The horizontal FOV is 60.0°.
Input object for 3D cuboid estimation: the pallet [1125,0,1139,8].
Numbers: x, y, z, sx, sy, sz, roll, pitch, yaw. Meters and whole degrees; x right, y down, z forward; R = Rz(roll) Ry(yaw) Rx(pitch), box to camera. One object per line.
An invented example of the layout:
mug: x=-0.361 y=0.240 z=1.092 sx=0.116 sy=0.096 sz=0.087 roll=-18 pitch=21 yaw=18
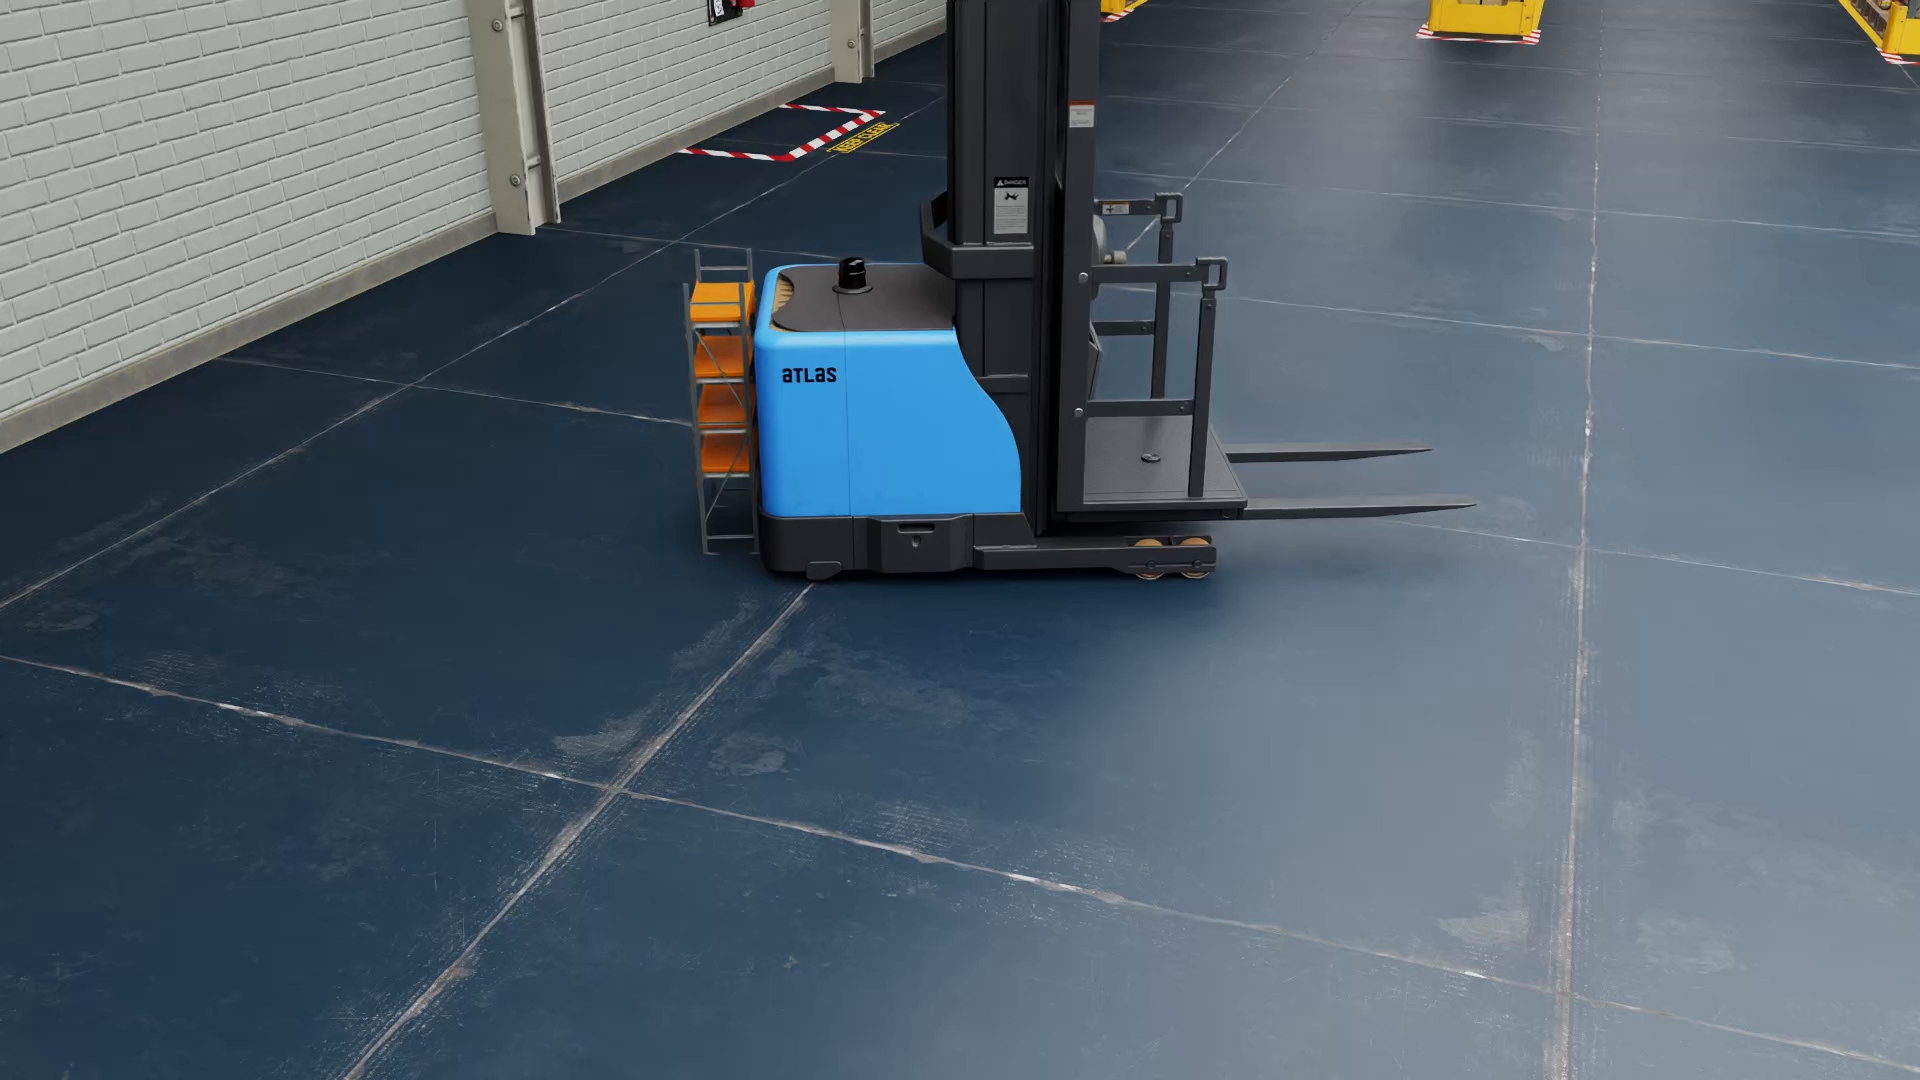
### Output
pallet: x=1.819 y=-7.214 z=21.908 sx=1.003 sy=0.211 sz=1.213 roll=9 pitch=27 yaw=17

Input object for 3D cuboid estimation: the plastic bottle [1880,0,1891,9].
plastic bottle: x=11.030 y=-6.429 z=19.793 sx=0.097 sy=0.201 sz=0.097 roll=0 pitch=26 yaw=0

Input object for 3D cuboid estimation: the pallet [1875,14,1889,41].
pallet: x=11.088 y=-5.789 z=18.964 sx=1.003 sy=0.211 sz=1.213 roll=9 pitch=27 yaw=17

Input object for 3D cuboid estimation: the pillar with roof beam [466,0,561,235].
pillar with roof beam: x=0.973 y=-5.667 z=8.628 sx=9.100 sy=9.000 sz=0.400 roll=9 pitch=27 yaw=17

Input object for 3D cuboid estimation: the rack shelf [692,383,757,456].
rack shelf: x=-0.991 y=-0.524 z=7.110 sx=0.258 sy=0.148 sz=0.480 roll=-1 pitch=26 yaw=-3

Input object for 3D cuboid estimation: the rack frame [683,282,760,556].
rack frame: x=-0.979 y=-0.479 z=6.862 sx=0.240 sy=1.200 sz=0.015 roll=-1 pitch=26 yaw=-3

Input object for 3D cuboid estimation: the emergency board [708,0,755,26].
emergency board: x=-1.948 y=-5.047 z=14.231 sx=0.194 sy=1.169 sz=0.643 roll=9 pitch=27 yaw=17

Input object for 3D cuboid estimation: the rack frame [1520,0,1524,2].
rack frame: x=6.162 y=-7.392 z=19.076 sx=1.000 sy=3.000 sz=0.127 roll=9 pitch=27 yaw=17

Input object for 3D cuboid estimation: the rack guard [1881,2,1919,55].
rack guard: x=10.813 y=-5.586 z=18.213 sx=1.175 sy=0.500 sz=0.348 roll=9 pitch=27 yaw=17

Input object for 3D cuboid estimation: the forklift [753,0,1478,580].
forklift: x=0.672 y=-1.384 z=6.745 sx=3.031 sy=2.935 sz=1.130 roll=-1 pitch=26 yaw=-3

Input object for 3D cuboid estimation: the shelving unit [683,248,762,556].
shelving unit: x=-0.991 y=-0.585 z=7.081 sx=0.258 sy=1.200 sz=0.503 roll=-1 pitch=26 yaw=-3

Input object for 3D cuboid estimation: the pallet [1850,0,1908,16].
pallet: x=11.900 y=-6.791 z=21.034 sx=1.003 sy=0.211 sz=1.213 roll=9 pitch=27 yaw=17

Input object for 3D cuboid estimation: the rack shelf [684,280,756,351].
rack shelf: x=-0.992 y=-0.939 z=6.910 sx=0.258 sy=0.148 sz=0.480 roll=-1 pitch=26 yaw=-3

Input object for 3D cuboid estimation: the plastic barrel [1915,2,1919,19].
plastic barrel: x=11.146 y=-6.229 z=19.047 sx=0.421 sy=0.512 sz=0.421 roll=0 pitch=26 yaw=0

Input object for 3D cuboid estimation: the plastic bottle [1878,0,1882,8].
plastic bottle: x=11.051 y=-6.517 z=19.880 sx=0.061 sy=0.283 sz=0.133 roll=9 pitch=27 yaw=19

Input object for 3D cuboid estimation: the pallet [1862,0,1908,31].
pallet: x=11.496 y=-6.288 z=19.996 sx=1.003 sy=0.211 sz=1.213 roll=9 pitch=27 yaw=17

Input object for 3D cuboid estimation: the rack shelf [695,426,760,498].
rack shelf: x=-0.991 y=-0.346 z=7.197 sx=0.258 sy=0.148 sz=0.480 roll=-1 pitch=26 yaw=-3

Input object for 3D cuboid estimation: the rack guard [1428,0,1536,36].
rack guard: x=6.154 y=-6.258 z=19.600 sx=1.175 sy=0.500 sz=0.348 roll=9 pitch=27 yaw=17

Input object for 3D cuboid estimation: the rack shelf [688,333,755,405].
rack shelf: x=-0.991 y=-0.726 z=7.013 sx=0.258 sy=0.148 sz=0.480 roll=-1 pitch=26 yaw=-3

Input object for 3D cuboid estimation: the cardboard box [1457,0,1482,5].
cardboard box: x=6.062 y=-6.607 z=20.127 sx=0.500 sy=0.250 sz=0.500 roll=9 pitch=27 yaw=17

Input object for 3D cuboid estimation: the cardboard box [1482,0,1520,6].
cardboard box: x=6.550 y=-6.532 z=19.972 sx=0.500 sy=0.250 sz=0.500 roll=9 pitch=27 yaw=17

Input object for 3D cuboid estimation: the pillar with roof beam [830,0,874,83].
pillar with roof beam: x=2.970 y=-8.133 z=13.721 sx=9.100 sy=9.000 sz=0.400 roll=9 pitch=27 yaw=17

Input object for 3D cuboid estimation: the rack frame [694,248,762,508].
rack frame: x=-1.004 y=-0.691 z=7.300 sx=0.240 sy=1.200 sz=0.015 roll=-1 pitch=26 yaw=-3

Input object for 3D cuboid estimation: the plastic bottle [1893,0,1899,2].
plastic bottle: x=11.240 y=-6.551 z=19.950 sx=0.061 sy=0.283 sz=0.133 roll=9 pitch=27 yaw=17

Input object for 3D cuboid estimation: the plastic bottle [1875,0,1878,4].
plastic bottle: x=11.186 y=-6.620 z=20.101 sx=0.152 sy=0.276 sz=0.135 roll=8 pitch=27 yaw=16

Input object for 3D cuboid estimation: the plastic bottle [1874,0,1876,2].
plastic bottle: x=11.237 y=-6.722 z=20.226 sx=0.144 sy=0.351 sz=0.185 roll=10 pitch=28 yaw=20

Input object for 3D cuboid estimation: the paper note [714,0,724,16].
paper note: x=-2.072 y=-4.588 z=14.294 sx=0.016 sy=0.148 sz=0.142 roll=9 pitch=27 yaw=17

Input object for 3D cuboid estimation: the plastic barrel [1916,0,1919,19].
plastic barrel: x=10.979 y=-6.023 z=18.621 sx=0.421 sy=0.512 sz=0.421 roll=0 pitch=26 yaw=0

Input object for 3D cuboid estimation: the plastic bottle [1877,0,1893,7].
plastic bottle: x=11.139 y=-6.563 z=19.983 sx=0.152 sy=0.276 sz=0.135 roll=9 pitch=27 yaw=18

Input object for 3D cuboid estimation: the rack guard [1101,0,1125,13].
rack guard: x=1.515 y=-7.015 z=21.166 sx=1.175 sy=0.500 sz=0.348 roll=9 pitch=27 yaw=17

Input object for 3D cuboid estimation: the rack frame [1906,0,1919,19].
rack frame: x=10.832 y=-6.673 z=17.589 sx=1.000 sy=3.000 sz=0.127 roll=9 pitch=27 yaw=17
